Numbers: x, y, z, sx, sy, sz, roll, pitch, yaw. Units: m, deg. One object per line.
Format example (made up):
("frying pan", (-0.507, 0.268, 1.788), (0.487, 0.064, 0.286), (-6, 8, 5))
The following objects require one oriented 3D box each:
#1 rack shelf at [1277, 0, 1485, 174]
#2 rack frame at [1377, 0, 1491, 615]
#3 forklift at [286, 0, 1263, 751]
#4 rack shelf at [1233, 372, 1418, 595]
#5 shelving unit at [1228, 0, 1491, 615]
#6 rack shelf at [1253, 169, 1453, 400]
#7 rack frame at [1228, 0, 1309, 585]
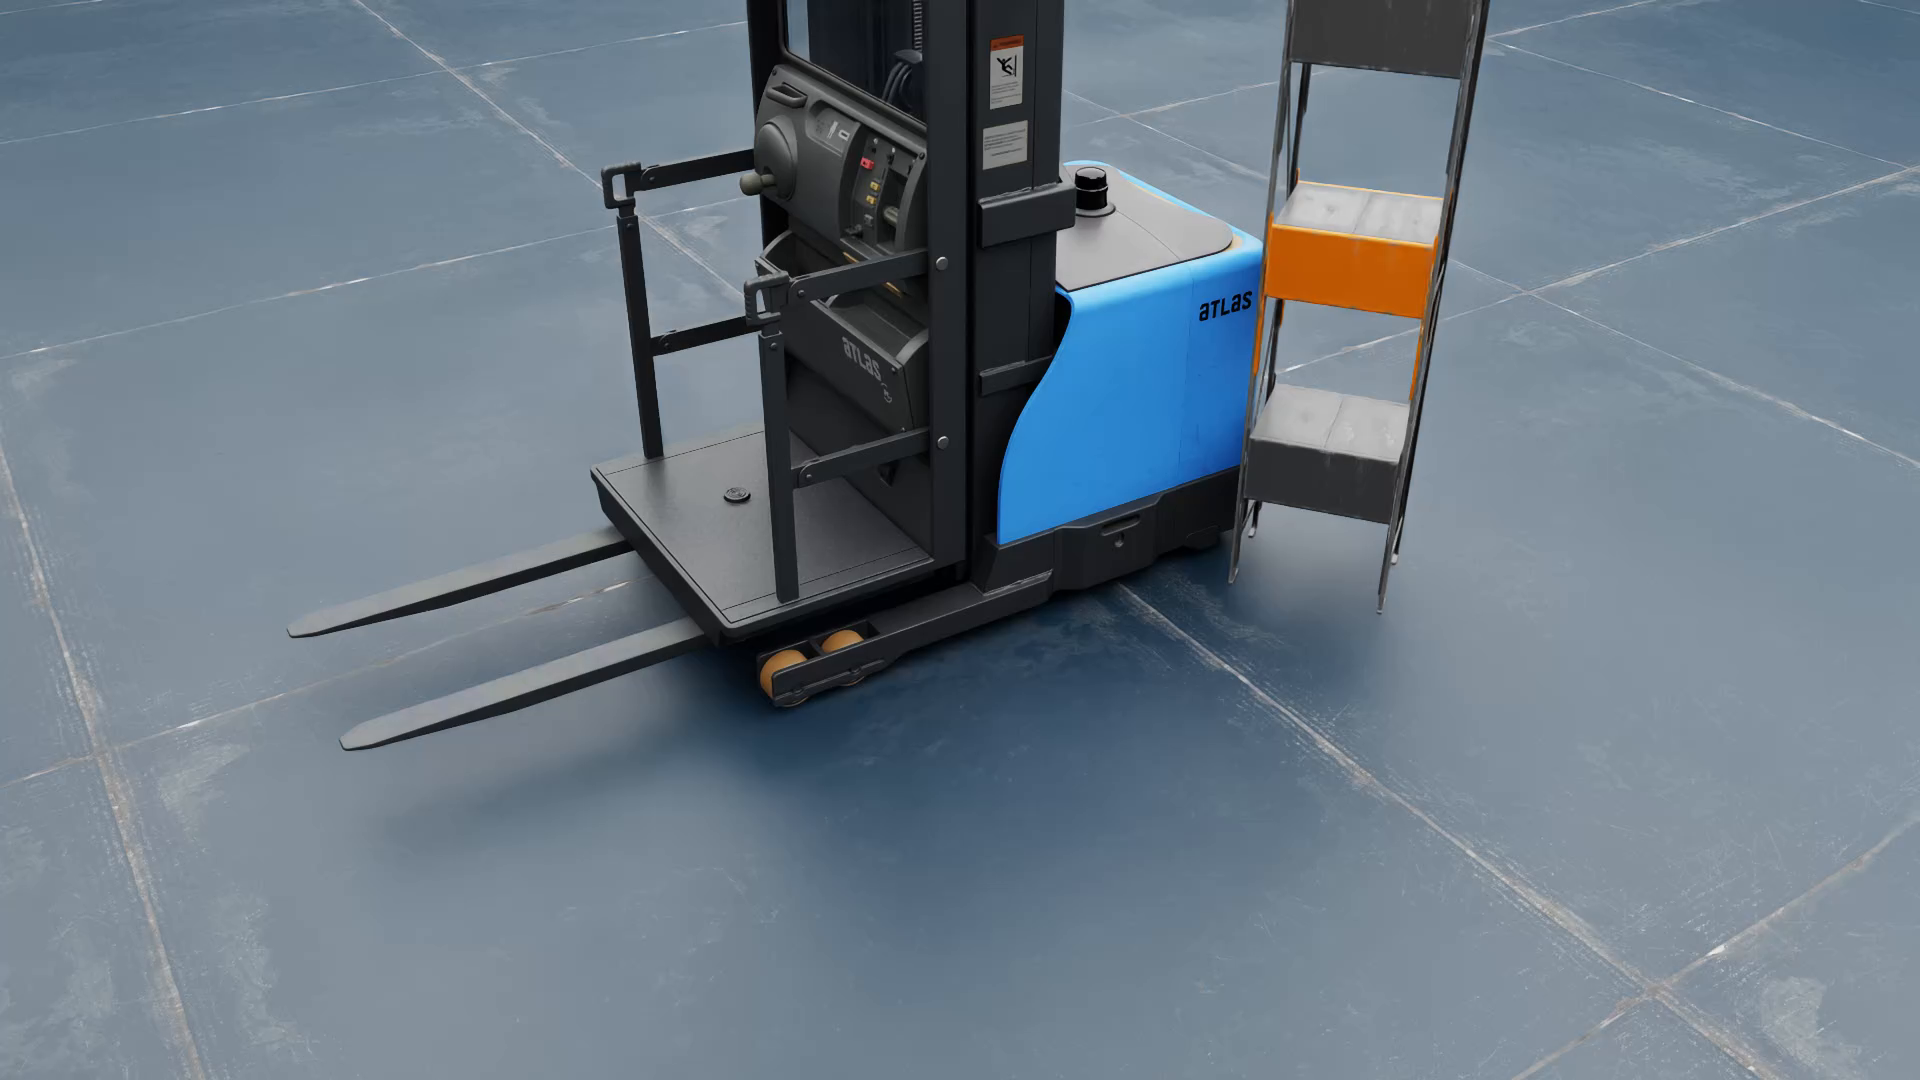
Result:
("rack shelf", (1.194, -1.374, 4.674), (0.480, 0.518, 0.431), (11, 34, 17))
("rack frame", (1.423, -0.748, 4.967), (0.015, 2.100, 0.400), (11, 34, 17))
("forklift", (-0.532, -1.065, 4.691), (3.031, 2.935, 1.130), (-18, 37, -26))
("rack shelf", (1.195, -0.190, 5.421), (0.480, 0.518, 0.431), (11, 34, 17))
("shelving unit", (1.194, -0.794, 5.040), (0.503, 2.100, 0.431), (11, 34, 17))
("rack shelf", (1.194, -0.782, 5.047), (0.480, 0.518, 0.431), (11, 34, 17))
("rack frame", (0.966, -0.840, 5.113), (0.015, 2.100, 0.400), (11, 34, 17))
